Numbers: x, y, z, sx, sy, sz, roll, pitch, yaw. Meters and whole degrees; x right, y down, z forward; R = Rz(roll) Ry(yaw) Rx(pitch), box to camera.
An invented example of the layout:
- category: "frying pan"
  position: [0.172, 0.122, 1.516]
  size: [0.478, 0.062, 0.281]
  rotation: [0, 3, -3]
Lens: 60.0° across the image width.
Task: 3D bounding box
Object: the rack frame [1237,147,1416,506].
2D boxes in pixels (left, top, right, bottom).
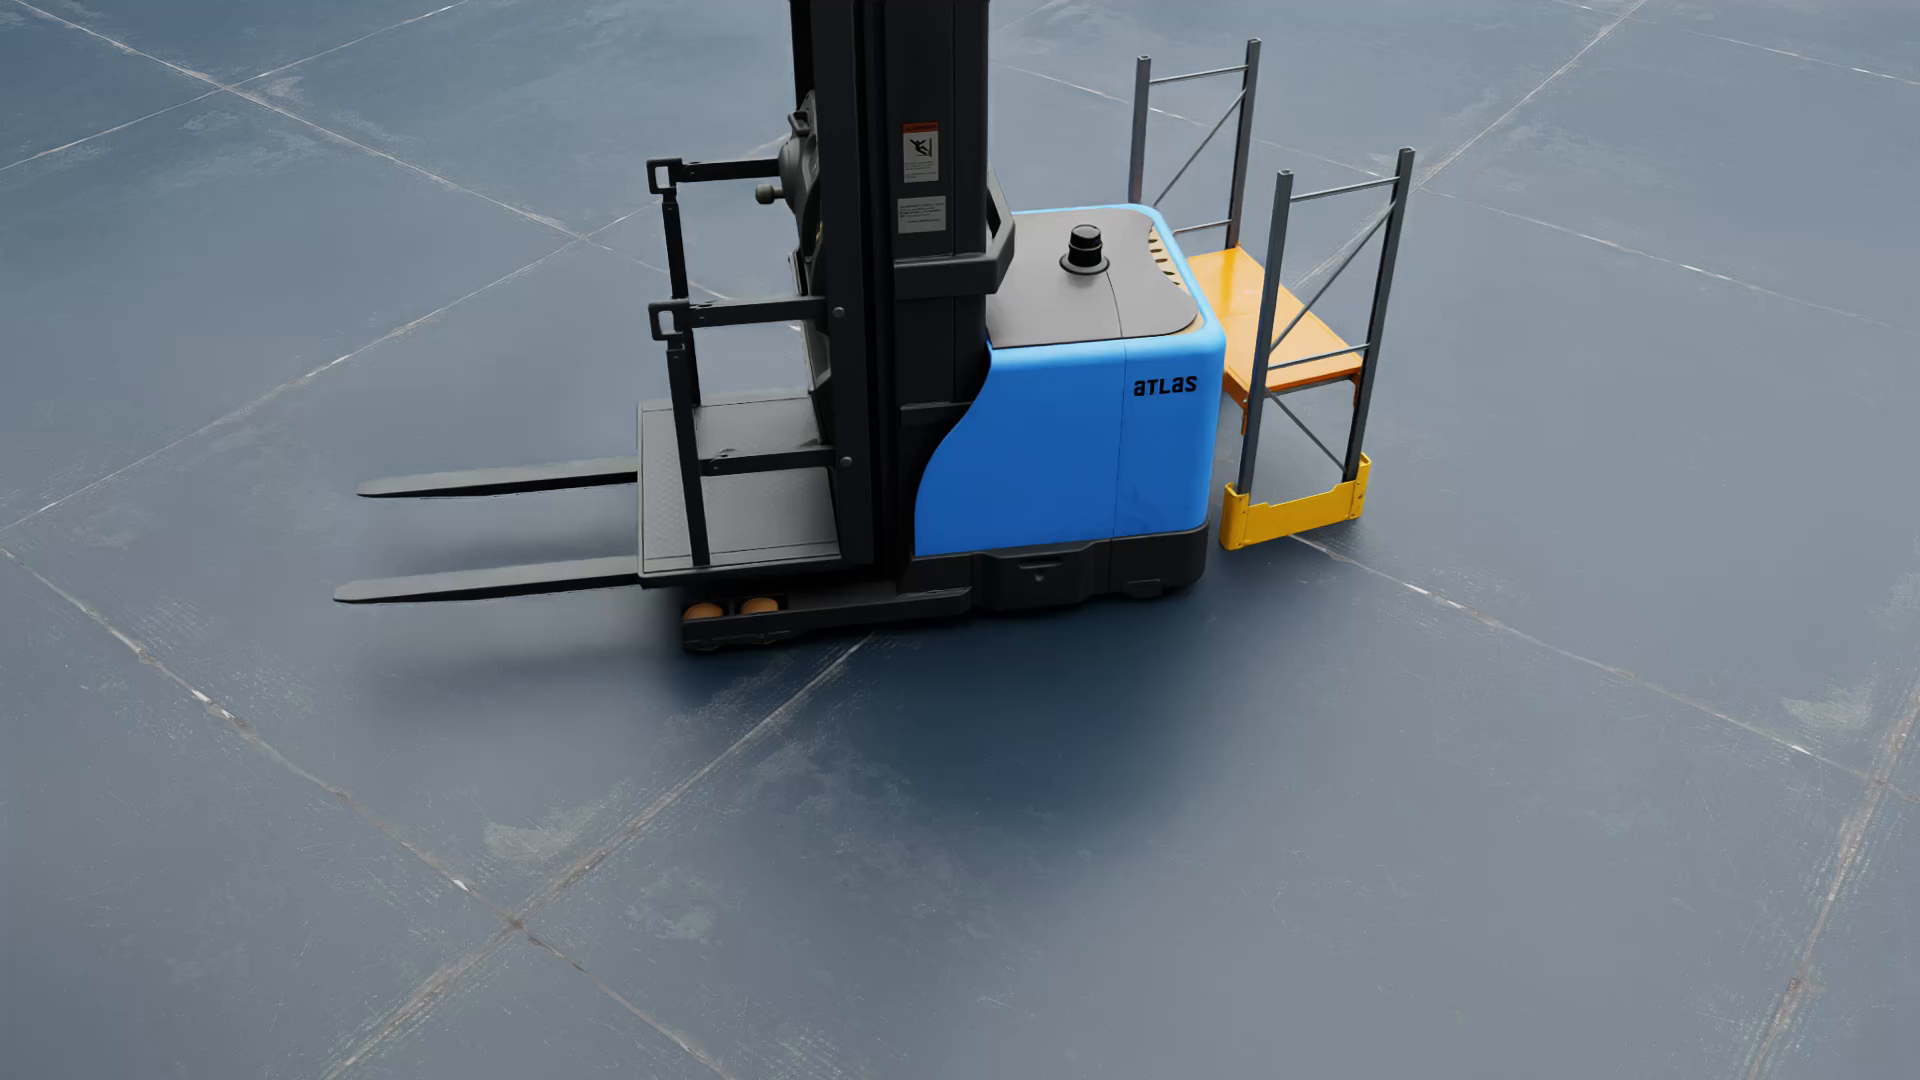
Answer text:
- category: "rack frame"
  position: [1.256, -0.639, 5.850]
  size: [0.500, 1.500, 0.032]
  rotation: [-14, 40, -17]

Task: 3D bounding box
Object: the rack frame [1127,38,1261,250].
- category: "rack frame"
  position: [0.885, -1.223, 6.595]
  size: [0.500, 1.500, 0.032]
  rotation: [-14, 40, -17]

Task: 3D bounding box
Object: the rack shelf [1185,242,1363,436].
- category: "rack shelf"
  position: [1.070, -0.789, 6.333]
  size: [0.538, 0.185, 1.000]
  rotation: [-14, 40, -17]

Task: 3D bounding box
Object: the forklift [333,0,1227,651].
- category: "forklift"
  position: [-0.679, -1.121, 5.304]
  size: [3.031, 2.935, 1.130]
  rotation: [-5, 38, -7]

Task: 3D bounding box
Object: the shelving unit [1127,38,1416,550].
- category: "shelving unit"
  position: [1.074, -0.926, 6.216]
  size: [0.587, 1.500, 1.083]
  rotation: [-14, 40, -17]

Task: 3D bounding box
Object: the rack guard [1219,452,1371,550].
- category: "rack guard"
  position: [1.255, -0.148, 6.236]
  size: [0.587, 0.250, 0.087]
  rotation: [-14, 40, -17]
